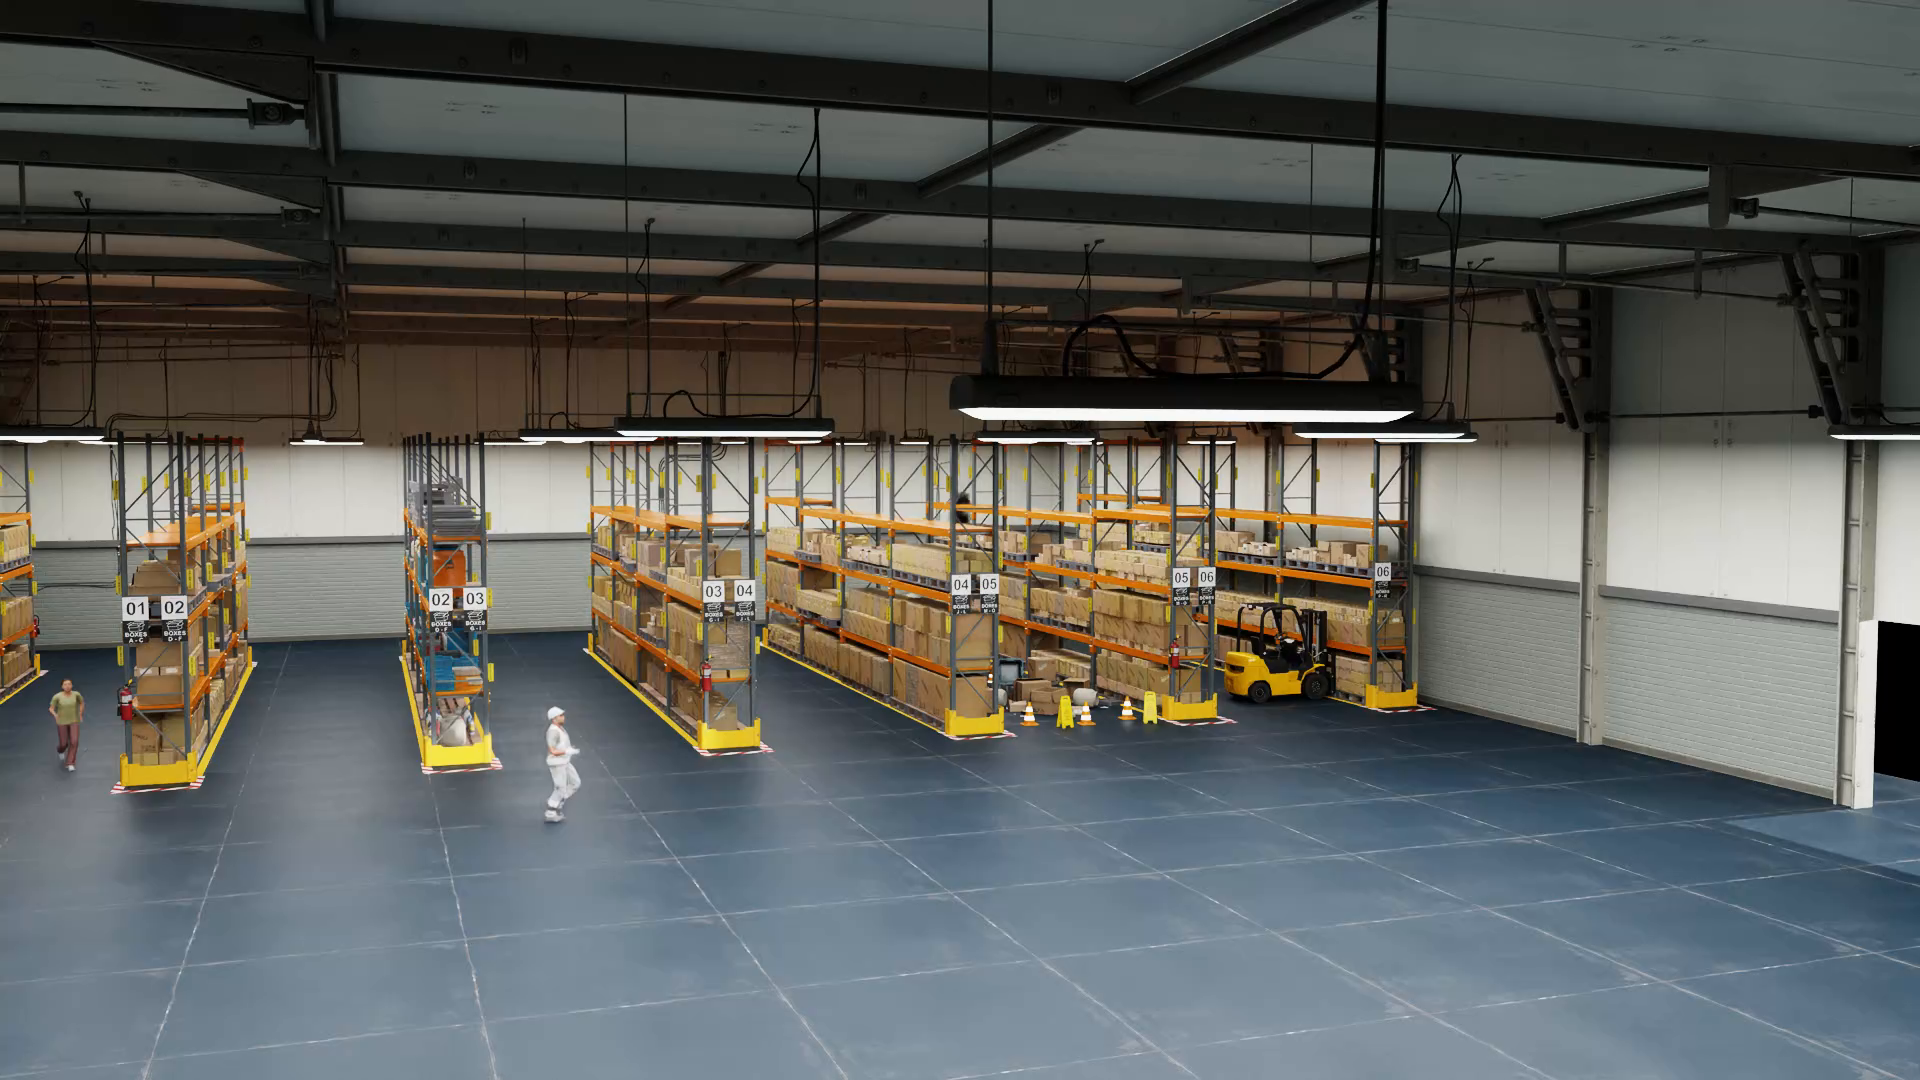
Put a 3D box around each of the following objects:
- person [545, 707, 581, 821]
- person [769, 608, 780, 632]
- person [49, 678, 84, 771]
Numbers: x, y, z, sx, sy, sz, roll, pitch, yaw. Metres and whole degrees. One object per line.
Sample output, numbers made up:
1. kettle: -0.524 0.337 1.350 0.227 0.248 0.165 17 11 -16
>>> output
1. person: -6.057 3.420 25.411 0.606 1.745 0.640 0 3 3
2. person: -5.509 2.145 49.494 0.623 1.688 0.642 2 4 28
3. person: -15.935 3.266 29.689 0.567 1.640 0.779 -2 4 -37
